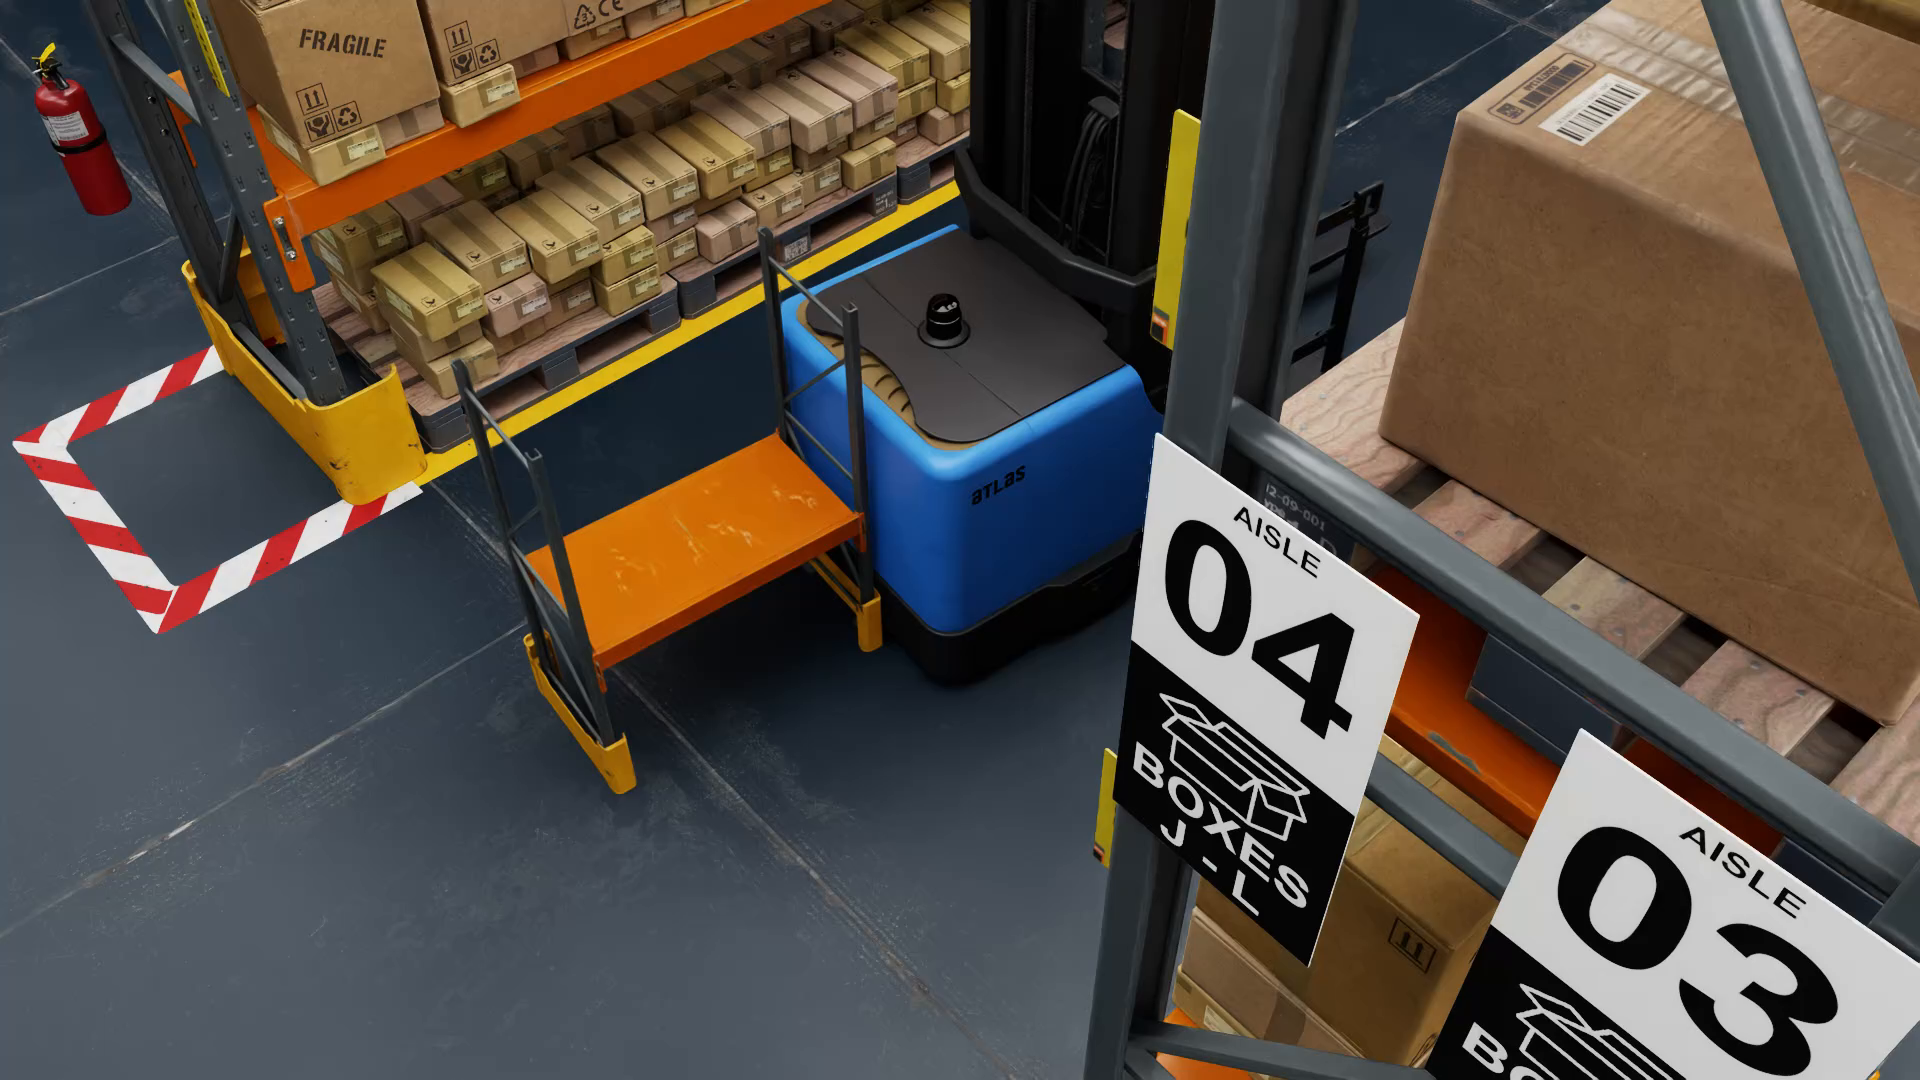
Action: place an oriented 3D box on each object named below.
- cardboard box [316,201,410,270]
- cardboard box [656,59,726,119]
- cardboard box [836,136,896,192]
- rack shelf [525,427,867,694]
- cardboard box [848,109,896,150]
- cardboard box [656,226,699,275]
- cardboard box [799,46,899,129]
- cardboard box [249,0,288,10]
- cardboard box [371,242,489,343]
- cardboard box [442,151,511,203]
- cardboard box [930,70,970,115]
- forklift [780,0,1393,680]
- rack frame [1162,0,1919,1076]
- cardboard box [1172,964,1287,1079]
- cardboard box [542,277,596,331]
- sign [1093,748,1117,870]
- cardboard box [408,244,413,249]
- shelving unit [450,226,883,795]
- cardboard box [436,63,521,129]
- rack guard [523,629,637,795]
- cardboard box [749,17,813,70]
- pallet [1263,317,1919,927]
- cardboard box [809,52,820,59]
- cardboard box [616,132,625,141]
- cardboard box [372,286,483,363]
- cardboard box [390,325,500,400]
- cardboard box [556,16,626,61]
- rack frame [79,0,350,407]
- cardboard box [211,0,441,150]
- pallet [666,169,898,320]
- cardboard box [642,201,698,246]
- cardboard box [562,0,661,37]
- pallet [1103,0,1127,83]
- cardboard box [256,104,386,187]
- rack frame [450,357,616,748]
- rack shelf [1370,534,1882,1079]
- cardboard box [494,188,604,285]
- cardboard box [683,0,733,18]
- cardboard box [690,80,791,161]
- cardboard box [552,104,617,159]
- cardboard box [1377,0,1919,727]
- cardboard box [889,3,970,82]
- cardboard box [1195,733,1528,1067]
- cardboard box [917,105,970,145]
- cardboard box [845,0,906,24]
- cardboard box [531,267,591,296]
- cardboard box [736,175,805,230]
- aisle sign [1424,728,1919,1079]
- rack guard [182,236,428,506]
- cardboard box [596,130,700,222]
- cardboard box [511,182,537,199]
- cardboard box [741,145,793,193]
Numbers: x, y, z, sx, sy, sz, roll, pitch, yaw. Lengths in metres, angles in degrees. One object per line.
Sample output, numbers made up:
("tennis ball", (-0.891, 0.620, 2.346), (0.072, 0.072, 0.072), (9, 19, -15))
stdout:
("cardboard box", (-2.414, -1.271, 6.631), (0.250, 0.149, 0.380), (-33, 55, -27))
("cardboard box", (-1.243, -2.033, 7.334), (0.250, 0.149, 0.380), (-33, 56, -27))
("cardboard box", (-0.502, -1.756, 7.484), (0.250, 0.149, 0.380), (-34, 56, -27))
("rack shelf", (-0.865, 0.044, 5.434), (1.000, 0.185, 0.538), (-29, 54, -24))
("cardboard box", (-0.500, -1.930, 7.441), (0.250, 0.149, 0.380), (-32, 55, -26))
("cardboard box", (-1.327, -1.300, 7.062), (0.250, 0.149, 0.380), (-34, 56, -27))
("cardboard box", (-0.488, -1.987, 7.292), (0.380, 0.149, 0.250), (36, 57, 29))
("cardboard box", (-2.124, -2.046, 5.146), (0.500, 0.500, 0.500), (-34, 56, -27))
("cardboard box", (-2.019, -0.946, 6.331), (0.250, 0.149, 0.380), (-36, 57, -29))
("cardboard box", (-2.083, -1.561, 6.899), (0.250, 0.149, 0.380), (-35, 56, -28))
("cardboard box", (-0.073, -2.137, 7.633), (0.250, 0.149, 0.380), (-36, 57, -28))
("forklift", (0.840, -1.408, 5.555), (3.031, 2.935, 1.130), (-29, 54, -24))
("rack frame", (0.627, -0.781, 0.848), (0.127, 3.000, 1.000), (-34, 56, -27))
("cardboard box", (0.669, 0.983, 3.473), (0.250, 0.149, 0.380), (-33, 55, -27))
("cardboard box", (-1.714, -1.055, 6.837), (0.250, 0.149, 0.380), (-33, 55, -27))
("sign", (0.272, 0.478, 2.819), (0.005, 0.325, 0.100), (-34, 56, -27))
("cardboard box", (-2.207, -1.287, 6.848), (0.250, 0.149, 0.380), (-35, 56, -28))
("shelving unit", (-0.872, -0.074, 5.298), (1.083, 1.500, 0.587), (-29, 54, -24))
("cardboard box", (-1.779, -1.643, 5.896), (0.250, 0.149, 0.380), (-35, 56, -28))
("rack guard", (-1.270, 0.570, 5.554), (0.087, 0.250, 0.587), (-29, 54, -24))
("cardboard box", (-0.888, -2.313, 7.592), (0.250, 0.149, 0.380), (-33, 55, -26))
("pallet", (1.169, -0.107, 2.327), (1.213, 0.211, 1.003), (-34, 56, -27))
("cardboard box", (-0.644, -2.297, 7.780), (0.380, 0.149, 0.250), (36, 57, 29))
("cardboard box", (-1.477, -1.824, 7.344), (0.250, 0.149, 0.380), (-31, 55, -25))
("cardboard box", (-2.075, -0.890, 6.482), (0.250, 0.149, 0.380), (-32, 55, -26))
("cardboard box", (-2.032, -0.755, 6.559), (0.250, 0.149, 0.380), (-33, 55, -26))
("cardboard box", (-1.463, -1.967, 6.194), (0.250, 0.149, 0.380), (-34, 56, -27))
("rack frame", (-2.635, -1.494, 5.588), (0.127, 3.000, 1.000), (-34, 56, -27))
("cardboard box", (-2.117, -1.701, 5.508), (0.500, 0.500, 0.500), (-31, 55, -26))
("pallet", (-1.052, -1.569, 7.554), (1.213, 0.211, 1.003), (-34, 56, -27))
("cardboard box", (-1.317, -1.415, 6.966), (0.380, 0.149, 0.250), (36, 57, 29))
("cardboard box", (-1.367, -2.214, 5.982), (0.500, 0.500, 0.500), (-33, 55, -27))
("pallet", (0.900, -2.912, 8.793), (1.213, 0.211, 1.003), (-34, 56, -27))
("cardboard box", (-2.175, -1.391, 5.663), (0.250, 0.149, 0.380), (-34, 56, -27))
("rack frame", (-1.271, 0.147, 5.094), (0.032, 1.500, 0.500), (-29, 54, -24))
("rack shelf", (2.107, -0.509, 3.127), (4.000, 0.370, 1.077), (-34, 56, -27))
("cardboard box", (-1.623, -1.202, 6.568), (0.250, 0.149, 0.380), (-34, 56, -27))
("cardboard box", (-1.055, -2.190, 6.400), (0.250, 0.149, 0.380), (-32, 55, -26))
("cardboard box", (-0.937, -1.784, 7.104), (0.250, 0.149, 0.380), (-34, 56, -27))
("cardboard box", (-1.688, -1.818, 7.136), (0.250, 0.149, 0.380), (-32, 55, -26))
("cardboard box", (0.976, -0.261, 1.987), (0.700, 0.500, 0.500), (36, 57, 28))
("cardboard box", (-0.105, -2.257, 7.541), (0.250, 0.149, 0.380), (-34, 56, -27))
("cardboard box", (0.811, 0.565, 3.077), (0.500, 0.500, 0.500), (-33, 55, -27))
("cardboard box", (-0.137, -2.020, 7.726), (0.250, 0.149, 0.380), (-36, 57, -28))
("cardboard box", (-0.467, -2.536, 7.798), (0.250, 0.149, 0.380), (-34, 56, -28))
("cardboard box", (-1.712, -1.164, 6.735), (0.250, 0.149, 0.380), (-33, 55, -27))
("cardboard box", (-0.896, -1.527, 7.272), (0.250, 0.149, 0.380), (-34, 56, -27))
("aisle sign", (0.776, 0.570, 1.914), (0.004, 0.787, 0.394), (-34, 56, -27))
("rack guard", (-2.579, -0.684, 6.541), (0.348, 0.500, 1.175), (-34, 56, -27))
("cardboard box", (-1.284, -1.502, 6.844), (0.250, 0.149, 0.380), (-32, 55, -26))
("cardboard box", (-1.785, -1.522, 7.065), (0.250, 0.149, 0.380), (-34, 56, -28))
("cardboard box", (-0.938, -1.699, 7.229), (0.250, 0.149, 0.380), (-31, 55, -26))
